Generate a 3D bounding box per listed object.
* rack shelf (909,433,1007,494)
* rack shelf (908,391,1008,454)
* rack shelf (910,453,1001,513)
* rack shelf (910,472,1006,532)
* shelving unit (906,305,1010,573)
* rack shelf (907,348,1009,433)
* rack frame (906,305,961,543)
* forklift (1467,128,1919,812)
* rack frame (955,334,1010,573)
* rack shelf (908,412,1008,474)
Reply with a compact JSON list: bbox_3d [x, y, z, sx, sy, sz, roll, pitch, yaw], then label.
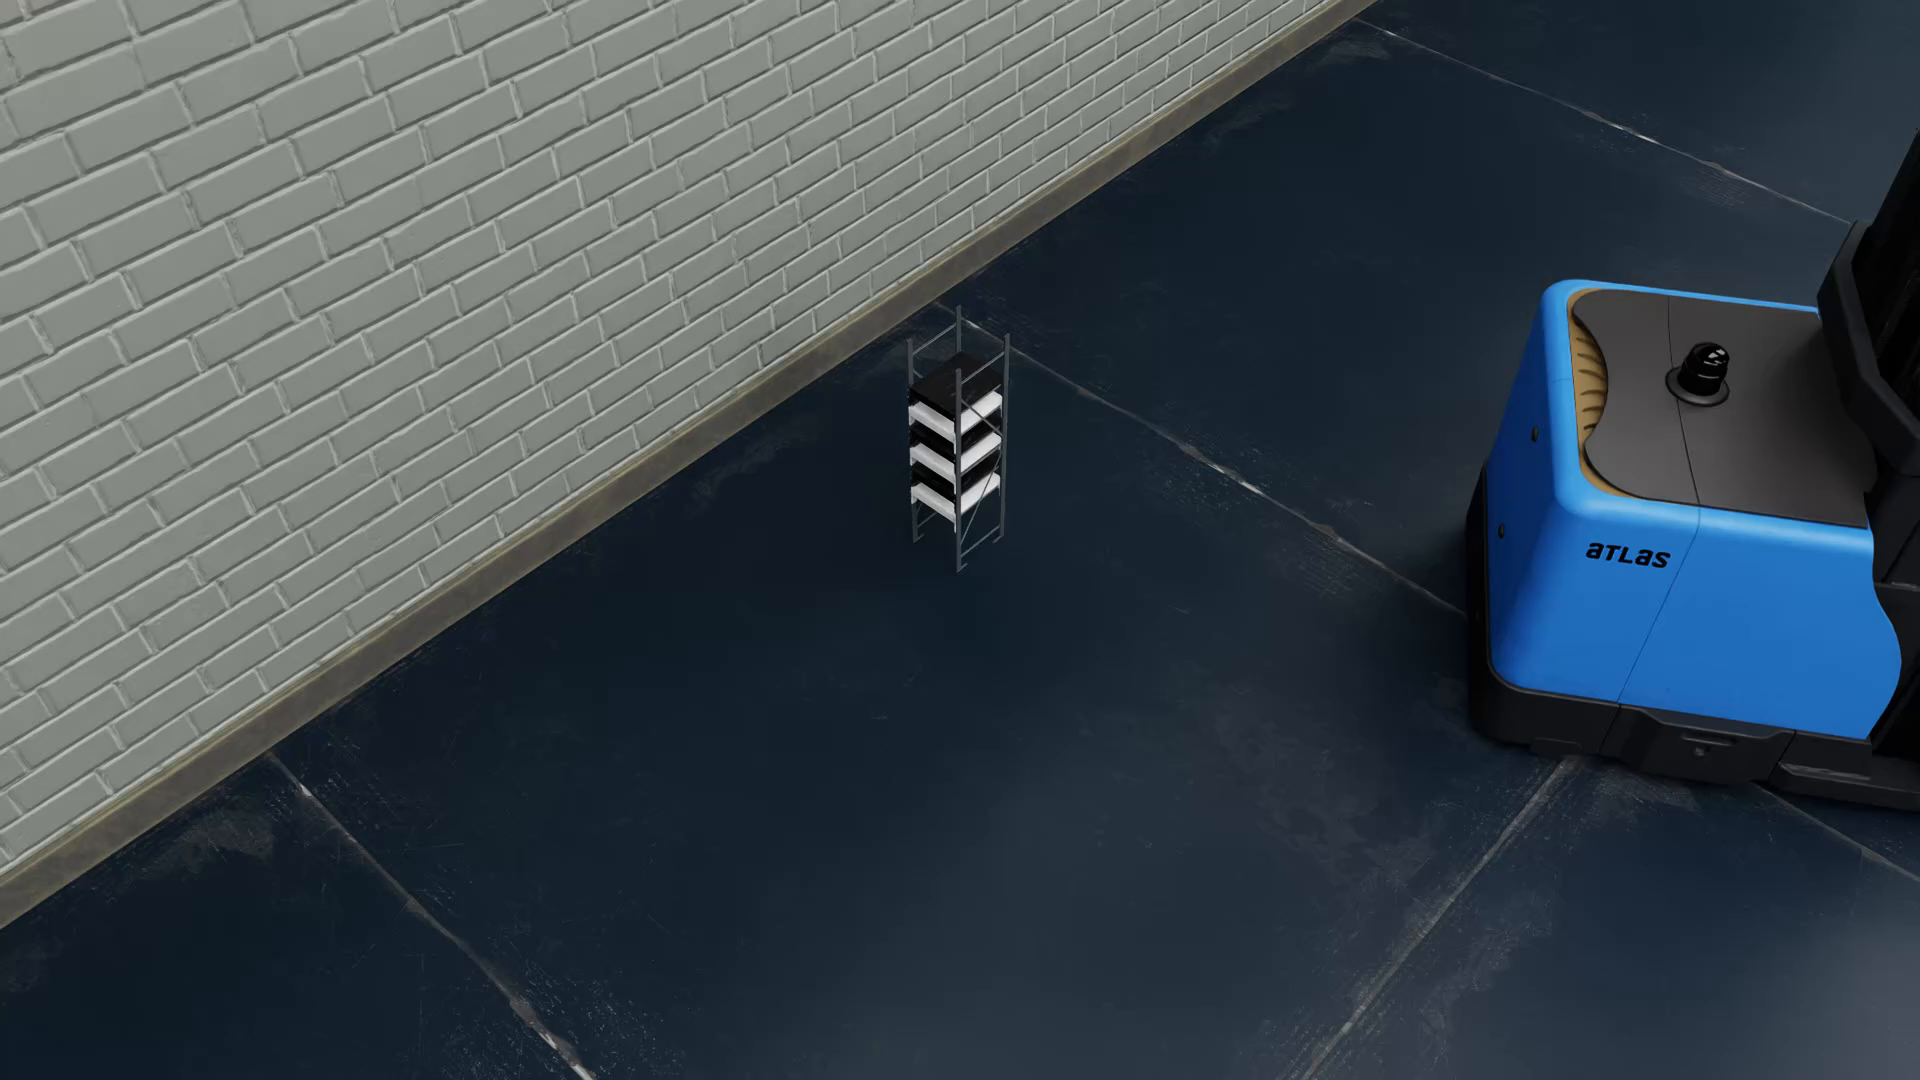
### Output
[{"bbox_3d":[-0.006,-0.289,5.450,0.200,0.077,0.258,34,55,28],"label":"rack shelf"},{"bbox_3d":[-0.006,-0.412,5.319,0.200,0.077,0.258,34,55,28],"label":"rack shelf"},{"bbox_3d":[-0.006,-0.228,5.516,0.200,0.077,0.258,34,55,28],"label":"rack shelf"},{"bbox_3d":[-0.006,-0.166,5.581,0.200,0.077,0.258,34,55,28],"label":"rack shelf"},{"bbox_3d":[-0.006,-0.312,5.426,0.210,0.900,0.258,34,55,28],"label":"shelving unit"},{"bbox_3d":[-0.006,-0.474,5.253,0.200,0.077,0.258,34,55,28],"label":"rack shelf"},{"bbox_3d":[-0.081,-0.362,5.473,0.006,0.900,0.240,34,55,28],"label":"rack frame"},{"bbox_3d":[3.148,-0.516,4.224,3.031,2.935,1.130,8,47,8],"label":"forklift"},{"bbox_3d":[0.069,-0.262,5.379,0.006,0.900,0.240,34,55,28],"label":"rack frame"},{"bbox_3d":[-0.006,-0.351,5.384,0.200,0.077,0.258,34,55,28],"label":"rack shelf"}]
